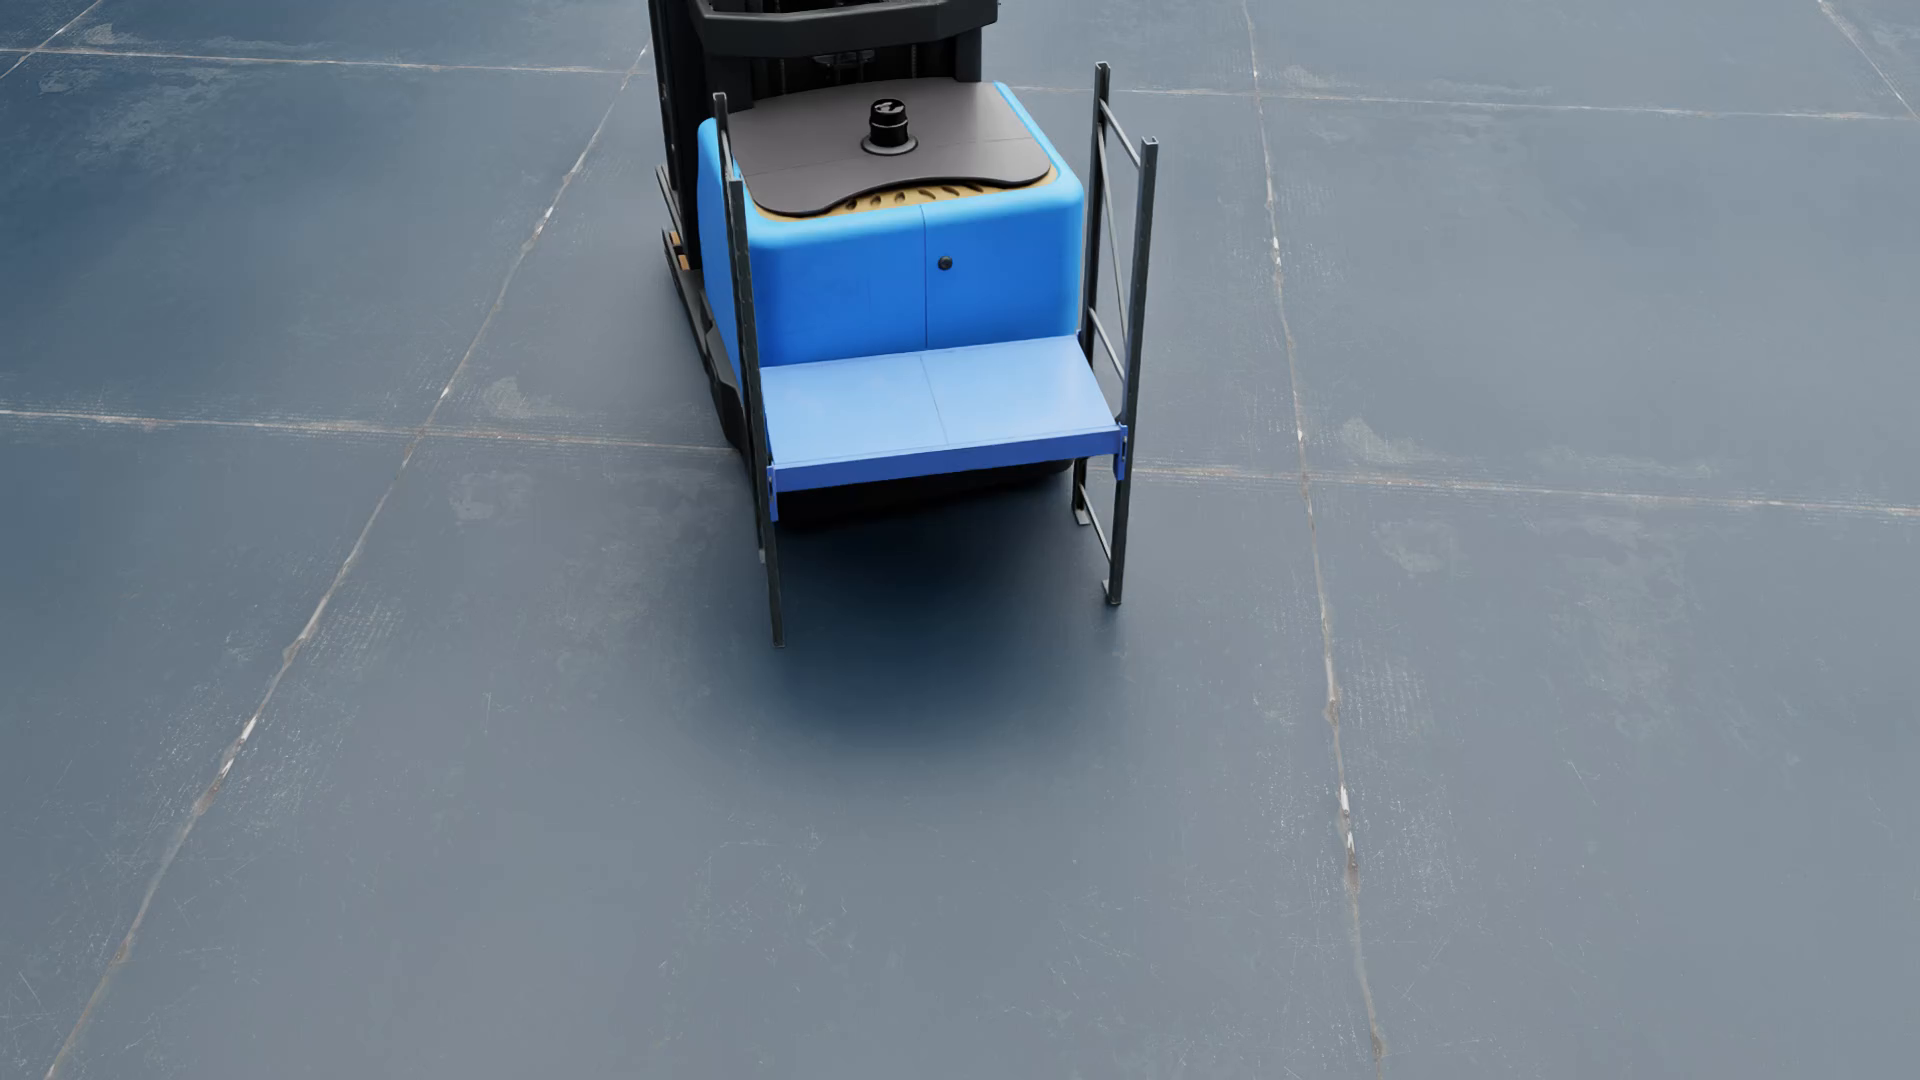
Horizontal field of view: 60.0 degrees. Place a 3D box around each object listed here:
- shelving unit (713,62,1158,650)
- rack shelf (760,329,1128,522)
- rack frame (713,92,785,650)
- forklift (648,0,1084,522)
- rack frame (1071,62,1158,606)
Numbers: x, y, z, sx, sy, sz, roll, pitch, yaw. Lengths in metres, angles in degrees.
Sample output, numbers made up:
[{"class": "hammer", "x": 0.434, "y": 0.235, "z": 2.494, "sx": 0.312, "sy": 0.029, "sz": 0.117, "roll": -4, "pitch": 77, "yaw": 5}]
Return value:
[{"class": "shelving unit", "x": -0.076, "y": -0.480, "z": 4.651, "sx": 1.048, "sy": 1.500, "sz": 0.538, "roll": -7, "pitch": 40, "yaw": -8}, {"class": "rack shelf", "x": -0.076, "y": -0.340, "z": 4.765, "sx": 1.000, "sy": 0.185, "sz": 0.538, "roll": -7, "pitch": 40, "yaw": -8}, {"class": "rack frame", "x": -0.575, "y": -0.419, "z": 4.576, "sx": 0.032, "sy": 1.500, "sz": 0.500, "roll": -7, "pitch": 40, "yaw": -8}, {"class": "forklift", "x": -0.532, "y": -2.132, "z": 5.548, "sx": 1.130, "sy": 2.935, "sz": 3.031, "roll": -11, "pitch": 40, "yaw": -13}, {"class": "rack frame", "x": 0.423, "y": -0.541, "z": 4.726, "sx": 0.032, "sy": 1.500, "sz": 0.500, "roll": -7, "pitch": 40, "yaw": -8}]
